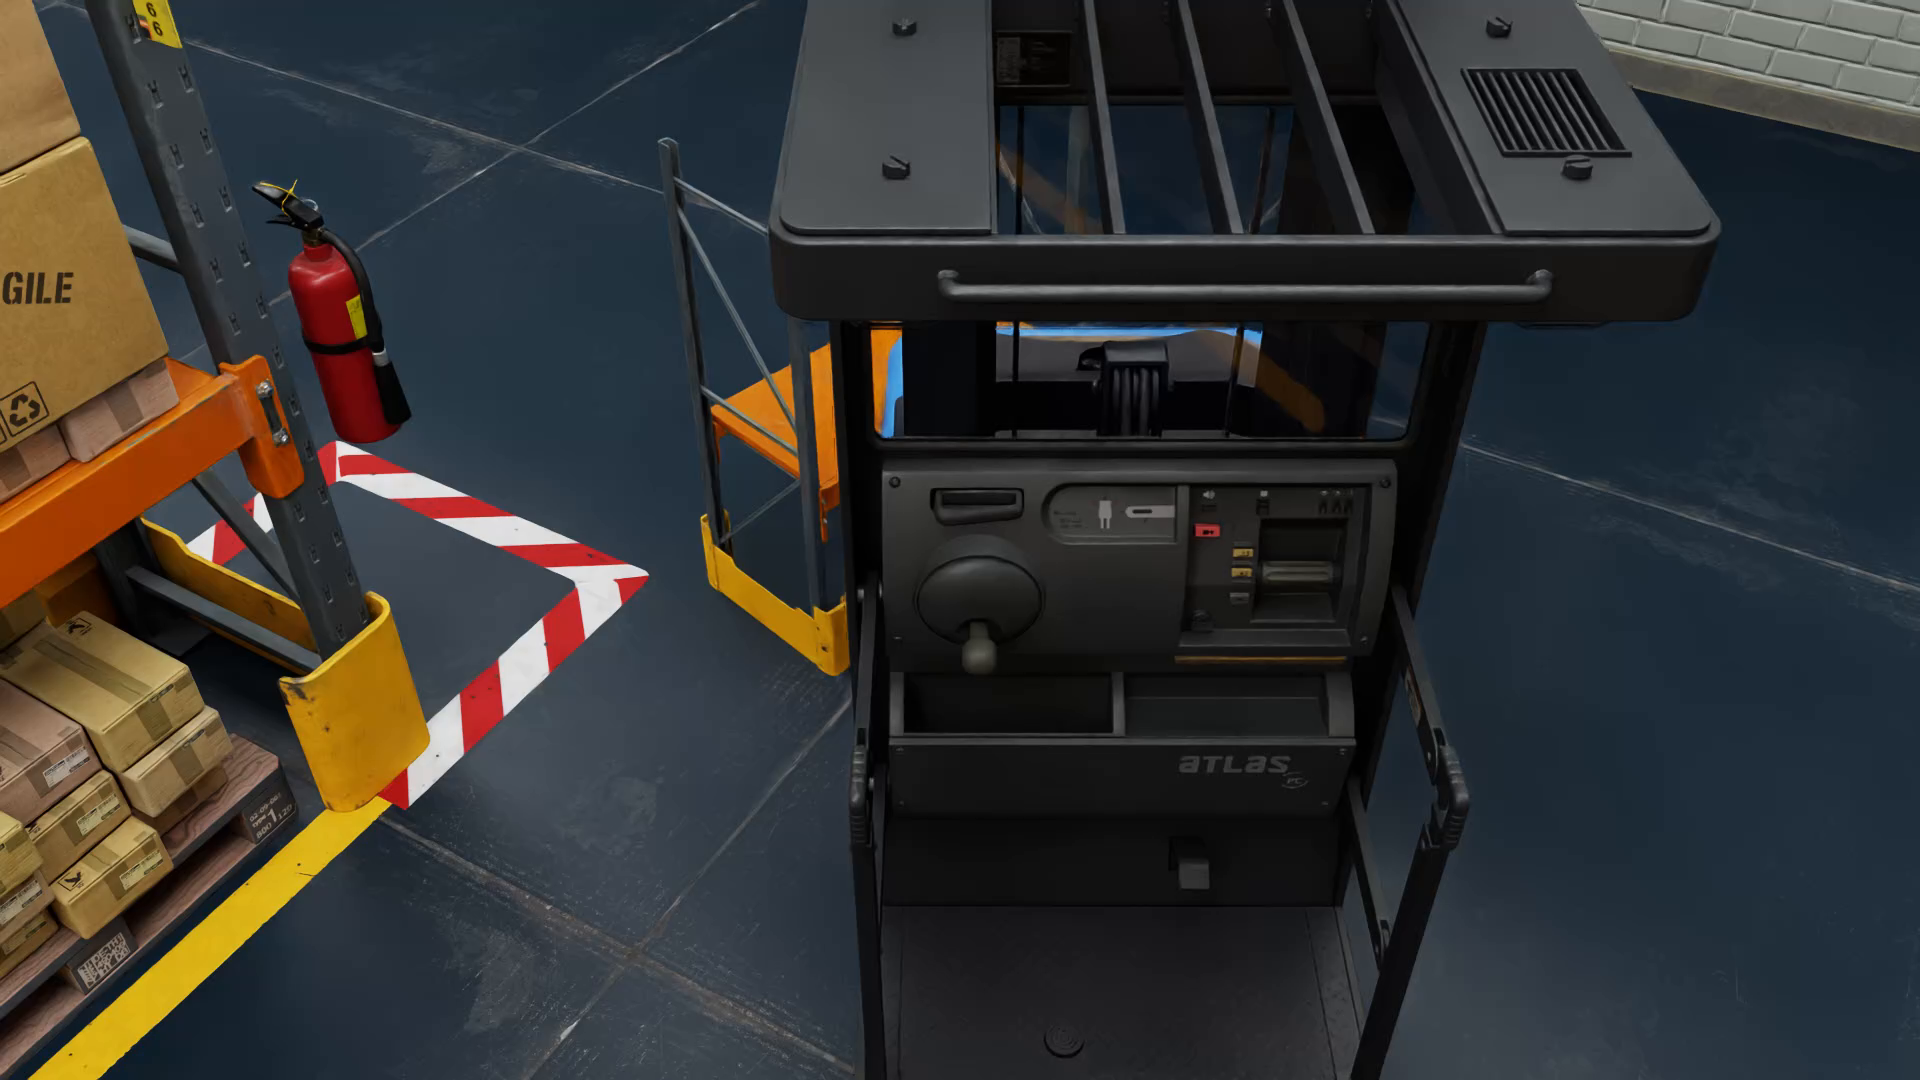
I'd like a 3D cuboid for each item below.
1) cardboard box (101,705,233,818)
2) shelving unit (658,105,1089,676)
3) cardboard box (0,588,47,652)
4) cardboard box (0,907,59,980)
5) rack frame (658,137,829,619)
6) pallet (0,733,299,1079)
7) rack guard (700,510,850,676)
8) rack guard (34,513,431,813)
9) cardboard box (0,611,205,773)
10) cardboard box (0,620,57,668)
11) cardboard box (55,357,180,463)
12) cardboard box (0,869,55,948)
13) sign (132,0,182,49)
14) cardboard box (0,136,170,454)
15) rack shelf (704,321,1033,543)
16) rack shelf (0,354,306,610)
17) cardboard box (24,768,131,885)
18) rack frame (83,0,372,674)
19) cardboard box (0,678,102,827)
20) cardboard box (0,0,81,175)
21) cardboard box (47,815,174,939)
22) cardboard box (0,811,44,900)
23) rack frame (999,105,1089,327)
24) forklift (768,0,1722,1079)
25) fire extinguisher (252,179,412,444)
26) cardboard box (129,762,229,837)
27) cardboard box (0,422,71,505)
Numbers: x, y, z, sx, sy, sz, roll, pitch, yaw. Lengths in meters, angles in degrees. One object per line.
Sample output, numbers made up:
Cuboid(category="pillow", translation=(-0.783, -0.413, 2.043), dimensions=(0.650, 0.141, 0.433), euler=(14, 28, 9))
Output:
Cuboid(category="cardboard box", translation=(-2.018, 0.478, 4.052), dimensions=(0.380, 0.149, 0.250), euler=(20, 45, 21))
Cuboid(category="shelving unit", translation=(-0.192, -0.553, 4.743), dimensions=(0.587, 1.500, 1.083), euler=(33, 51, 32))
Cuboid(category="cardboard box", translation=(-2.557, 0.158, 4.191), dimensions=(0.380, 0.149, 0.250), euler=(19, 45, 20))
Cuboid(category="cardboard box", translation=(-2.331, 0.867, 3.835), dimensions=(0.380, 0.149, 0.250), euler=(21, 45, 22))
Cuboid(category="rack frame", translation=(-0.558, -0.311, 4.468), dimensions=(0.500, 1.500, 0.032), euler=(33, 51, 32))
Cuboid(category="pallet", translation=(-2.476, 0.824, 4.154), dimensions=(1.003, 0.211, 1.213), euler=(21, 45, 22))
Cuboid(category="rack guard", translation=(-0.544, 0.149, 4.891), dimensions=(0.587, 0.250, 0.087), euler=(33, 51, 32))
Cuboid(category="rack guard", translation=(-2.039, 0.263, 4.573), dimensions=(1.175, 0.500, 0.348), euler=(21, 45, 22))
Cuboid(category="cardboard box", translation=(-2.046, 0.357, 3.964), dimensions=(0.380, 0.149, 0.250), euler=(21, 46, 23))
Cuboid(category="cardboard box", translation=(-2.485, 0.297, 4.258), dimensions=(0.380, 0.149, 0.250), euler=(23, 46, 24))
Cuboid(category="cardboard box", translation=(-1.919, -0.344, 3.562), dimensions=(0.380, 0.149, 0.250), euler=(21, 46, 22))
Cuboid(category="cardboard box", translation=(-2.276, 0.776, 3.713), dimensions=(0.380, 0.149, 0.250), euler=(19, 45, 20))
Cuboid(category="sign", translation=(-1.530, -1.077, 3.088), dimensions=(0.100, 0.325, 0.005), euler=(21, 45, 22))
Cuboid(category="cardboard box", translation=(-2.003, -0.526, 3.277), dimensions=(0.500, 0.500, 0.500), euler=(22, 46, 23))
Cuboid(category="rack shelf", translation=(-0.199, -0.413, 4.857), dimensions=(0.538, 0.185, 1.000), euler=(33, 51, 32))
Cuboid(category="rack shelf", translation=(-3.002, 0.696, 2.735), dimensions=(1.077, 0.370, 4.000), euler=(21, 45, 22))
Cuboid(category="cardboard box", translation=(-2.195, 0.610, 3.902), dimensions=(0.380, 0.149, 0.250), euler=(20, 45, 21))
Cuboid(category="rack frame", translation=(-2.001, -0.719, 3.797), dimensions=(1.000, 3.000, 0.127), euler=(21, 45, 22))
Cuboid(category="cardboard box", translation=(-2.222, 0.482, 3.823), dimensions=(0.380, 0.149, 0.250), euler=(22, 46, 23))
Cuboid(category="cardboard box", translation=(-2.014, -0.899, 2.944), dimensions=(0.500, 0.500, 0.500), euler=(20, 45, 21))
Cuboid(category="cardboard box", translation=(-2.125, 0.744, 3.975), dimensions=(0.380, 0.149, 0.250), euler=(22, 46, 23))
Cuboid(category="cardboard box", translation=(-2.241, 0.672, 3.607), dimensions=(0.380, 0.149, 0.250), euler=(20, 45, 21))
Cuboid(category="rack frame", translation=(0.161, -0.786, 5.008), dimensions=(0.500, 1.500, 0.032), euler=(33, 51, 32))
Cuboid(category="forklift", translation=(0.326, 0.132, 2.882), dimensions=(1.130, 2.935, 3.031), euler=(0, 41, 0))
Cuboid(category="fire extinguisher", translation=(-1.475, -0.541, 3.936), dimensions=(0.296, 0.674, 0.183), euler=(21, 45, 22))
Cuboid(category="cardboard box", translation=(-2.084, 0.564, 4.180), dimensions=(0.380, 0.149, 0.250), euler=(22, 46, 23))
Cuboid(category="cardboard box", translation=(-2.076, -0.215, 3.414), dimensions=(0.380, 0.149, 0.250), euler=(21, 45, 22))
